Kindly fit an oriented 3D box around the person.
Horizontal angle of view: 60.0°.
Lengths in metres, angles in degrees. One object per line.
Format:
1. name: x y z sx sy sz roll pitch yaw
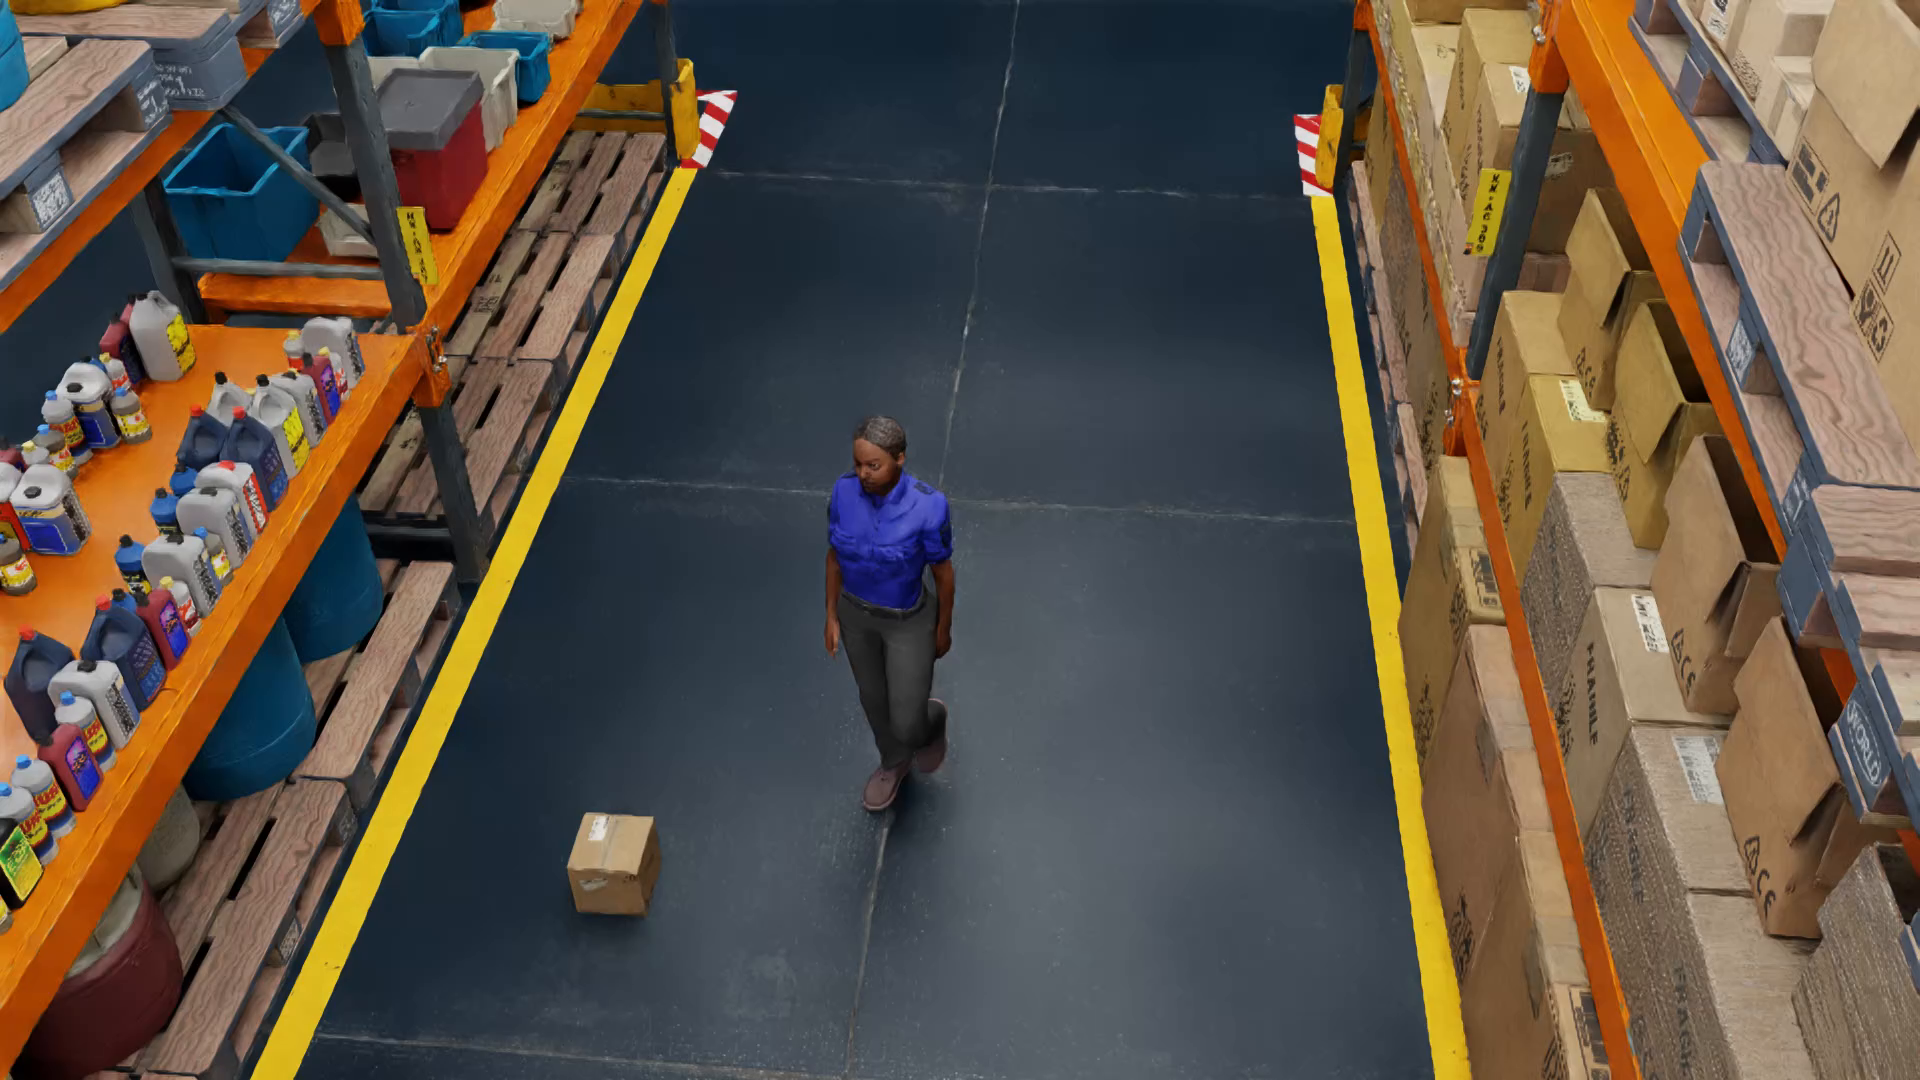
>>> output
1. person: -0.258 0.290 5.790 0.455 1.655 0.442 15 43 17
